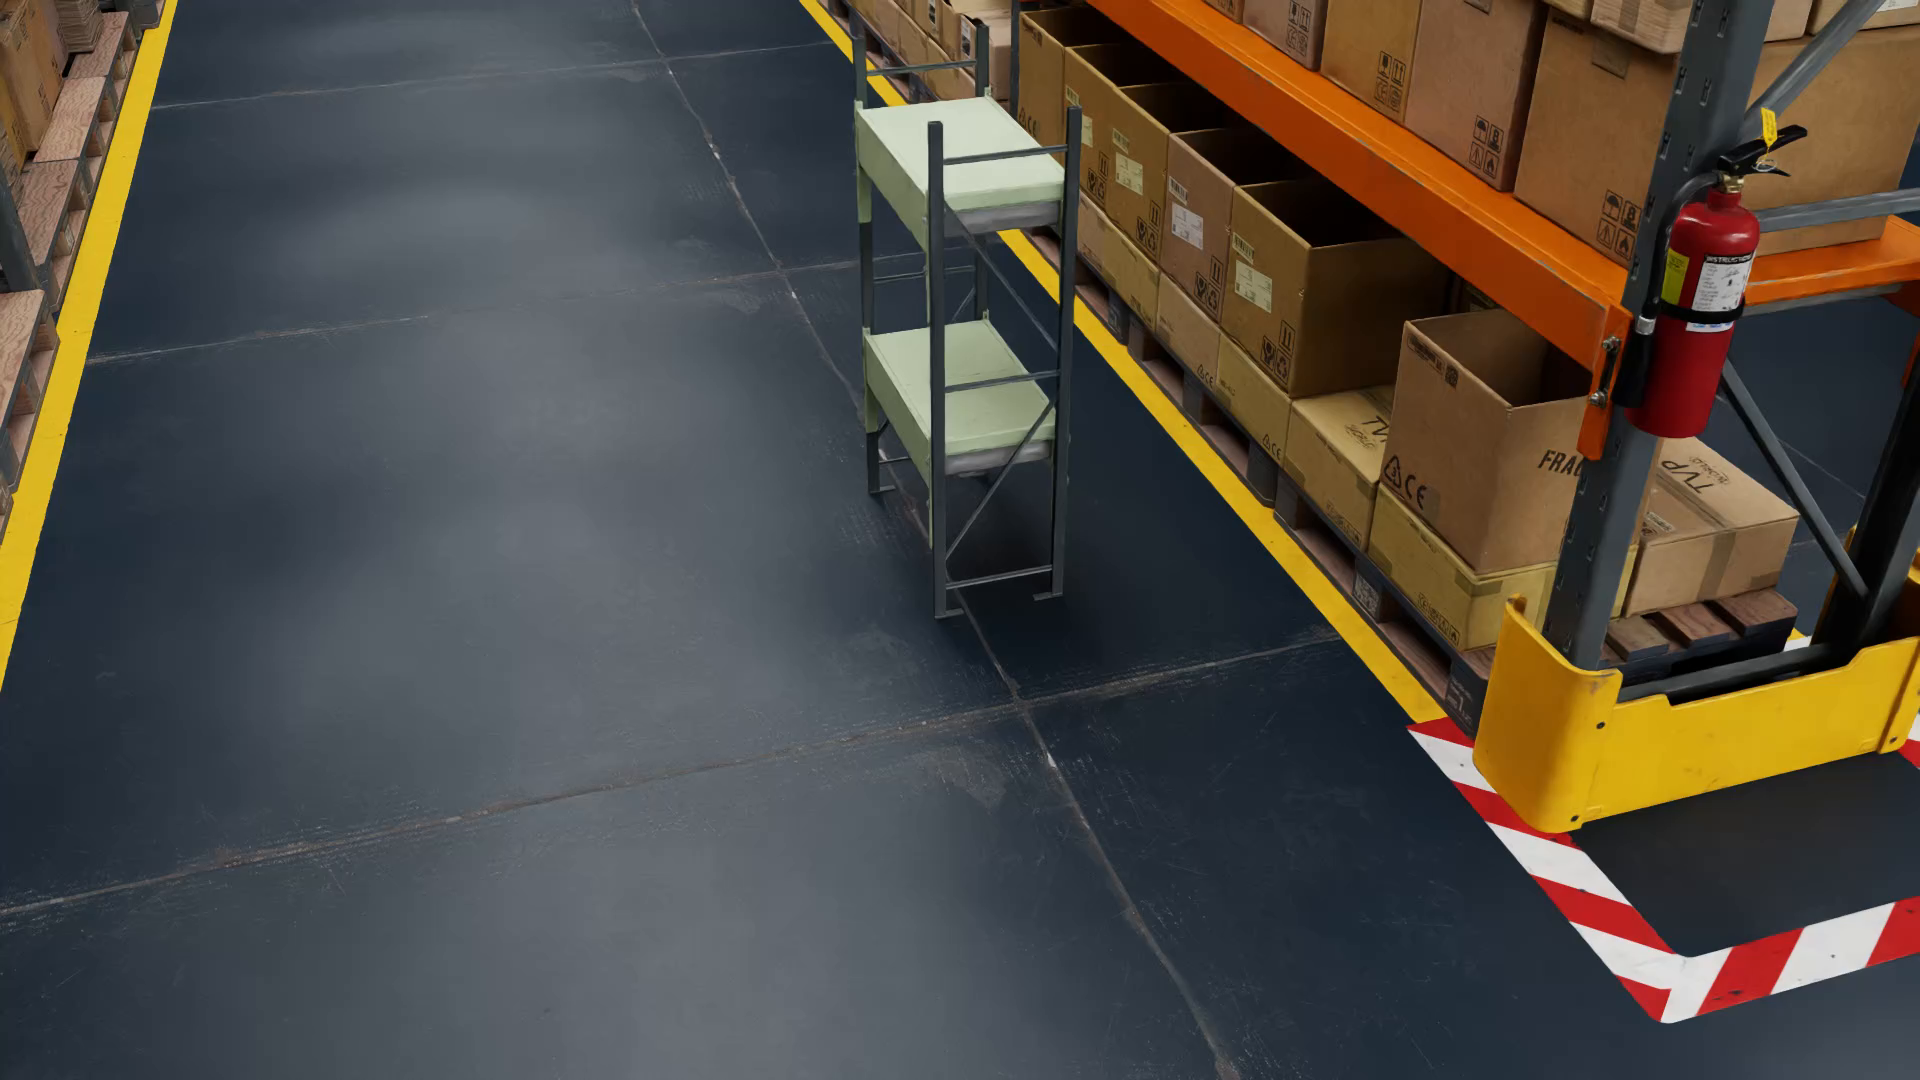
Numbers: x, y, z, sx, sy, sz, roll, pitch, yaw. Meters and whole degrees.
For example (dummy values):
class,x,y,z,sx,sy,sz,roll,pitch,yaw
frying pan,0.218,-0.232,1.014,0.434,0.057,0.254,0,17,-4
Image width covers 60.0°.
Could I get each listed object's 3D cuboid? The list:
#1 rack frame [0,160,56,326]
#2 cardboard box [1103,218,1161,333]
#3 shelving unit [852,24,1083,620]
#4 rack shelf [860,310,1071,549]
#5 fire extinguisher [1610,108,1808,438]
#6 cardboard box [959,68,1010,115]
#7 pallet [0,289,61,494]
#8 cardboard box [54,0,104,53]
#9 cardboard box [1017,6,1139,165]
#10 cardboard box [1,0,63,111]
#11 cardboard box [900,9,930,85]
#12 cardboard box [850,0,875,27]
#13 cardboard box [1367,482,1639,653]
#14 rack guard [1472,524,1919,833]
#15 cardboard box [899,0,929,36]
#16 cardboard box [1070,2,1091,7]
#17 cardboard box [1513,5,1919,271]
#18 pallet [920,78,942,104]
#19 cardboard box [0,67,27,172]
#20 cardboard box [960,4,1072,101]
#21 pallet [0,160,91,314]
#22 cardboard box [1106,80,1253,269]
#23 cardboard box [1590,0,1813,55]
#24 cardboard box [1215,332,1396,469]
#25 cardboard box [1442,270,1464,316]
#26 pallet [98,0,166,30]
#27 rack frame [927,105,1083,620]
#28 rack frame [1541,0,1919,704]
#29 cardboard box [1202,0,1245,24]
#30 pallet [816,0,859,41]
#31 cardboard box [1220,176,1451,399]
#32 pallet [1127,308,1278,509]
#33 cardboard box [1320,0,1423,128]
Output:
class,x,y,z,sx,sy,sz,roll,pitch,yaw
rack frame,-4.006,-1.977,5.521,1.000,3.000,0.127,-10,35,-15
cardboard box,0.859,-1.019,6.184,0.500,0.250,0.500,-10,35,-15
shelving unit,0.002,-0.622,4.831,0.431,1.500,0.755,-10,35,-15
rack shelf,0.002,-0.350,5.011,0.431,0.370,0.720,-10,35,-15
fire extinguisher,1.525,-0.539,3.416,0.296,0.674,0.183,-10,35,-15
cardboard box,0.308,-2.009,7.682,0.500,0.250,0.500,-10,35,-15
pallet,-3.767,-0.467,5.765,1.003,0.211,1.213,-10,35,-15
cardboard box,-4.956,-2.848,8.708,0.700,0.500,0.500,-10,35,-14
cardboard box,0.554,-1.857,6.772,0.500,0.500,0.500,-10,35,-15
cardboard box,-4.731,-2.302,7.882,0.700,0.500,0.500,-10,35,-15
cardboard box,-0.001,-2.543,8.491,0.500,0.250,0.500,-9,35,-14
cardboard box,-0.311,-3.080,9.303,0.500,0.250,0.500,-11,35,-16
cardboard box,1.486,0.028,4.600,0.500,0.250,0.500,-10,35,-15
rack guard,1.938,0.344,4.276,1.175,0.500,0.348,-10,35,-15
cardboard box,0.000,-2.773,8.330,0.500,0.311,0.500,-10,35,-15
cardboard box,0.822,-2.333,7.664,0.500,0.311,0.500,-10,35,-15
cardboard box,1.801,-1.001,3.953,0.700,0.500,0.500,-10,35,-15
pallet,0.449,-2.029,8.129,1.003,0.211,1.213,-10,35,-15
cardboard box,-4.451,-1.764,7.067,0.700,0.500,0.500,-11,35,-16
cardboard box,0.314,-2.238,7.521,0.500,0.311,0.500,-10,35,-15
pallet,-4.244,-1.222,6.908,1.003,0.211,1.213,-10,35,-15
cardboard box,0.859,-1.332,5.977,0.500,0.500,0.500,-10,35,-15
cardboard box,1.633,-1.193,3.655,0.380,0.149,0.250,-11,35,-16
cardboard box,1.168,-0.494,5.391,0.500,0.250,0.500,-10,35,-15
cardboard box,1.660,-0.894,5.315,0.500,0.500,0.500,-10,35,-15
pallet,-5.394,-3.340,10.113,1.003,0.211,1.213,-10,35,-15
rack frame,0.114,-0.430,4.540,0.400,1.500,0.023,-10,35,-15
rack frame,1.931,-0.712,3.606,1.000,3.000,0.127,-10,35,-15
cardboard box,1.169,-2.082,5.589,0.700,0.500,0.500,-10,35,-14
pallet,-0.295,-3.310,10.067,1.003,0.211,1.213,-10,35,-15
cardboard box,1.165,-0.807,5.183,0.500,0.500,0.500,-10,35,-15
pallet,1.289,-0.582,5.940,1.003,0.211,1.213,-10,35,-15
cardboard box,1.490,-1.537,4.765,0.700,0.500,0.500,-10,35,-14
